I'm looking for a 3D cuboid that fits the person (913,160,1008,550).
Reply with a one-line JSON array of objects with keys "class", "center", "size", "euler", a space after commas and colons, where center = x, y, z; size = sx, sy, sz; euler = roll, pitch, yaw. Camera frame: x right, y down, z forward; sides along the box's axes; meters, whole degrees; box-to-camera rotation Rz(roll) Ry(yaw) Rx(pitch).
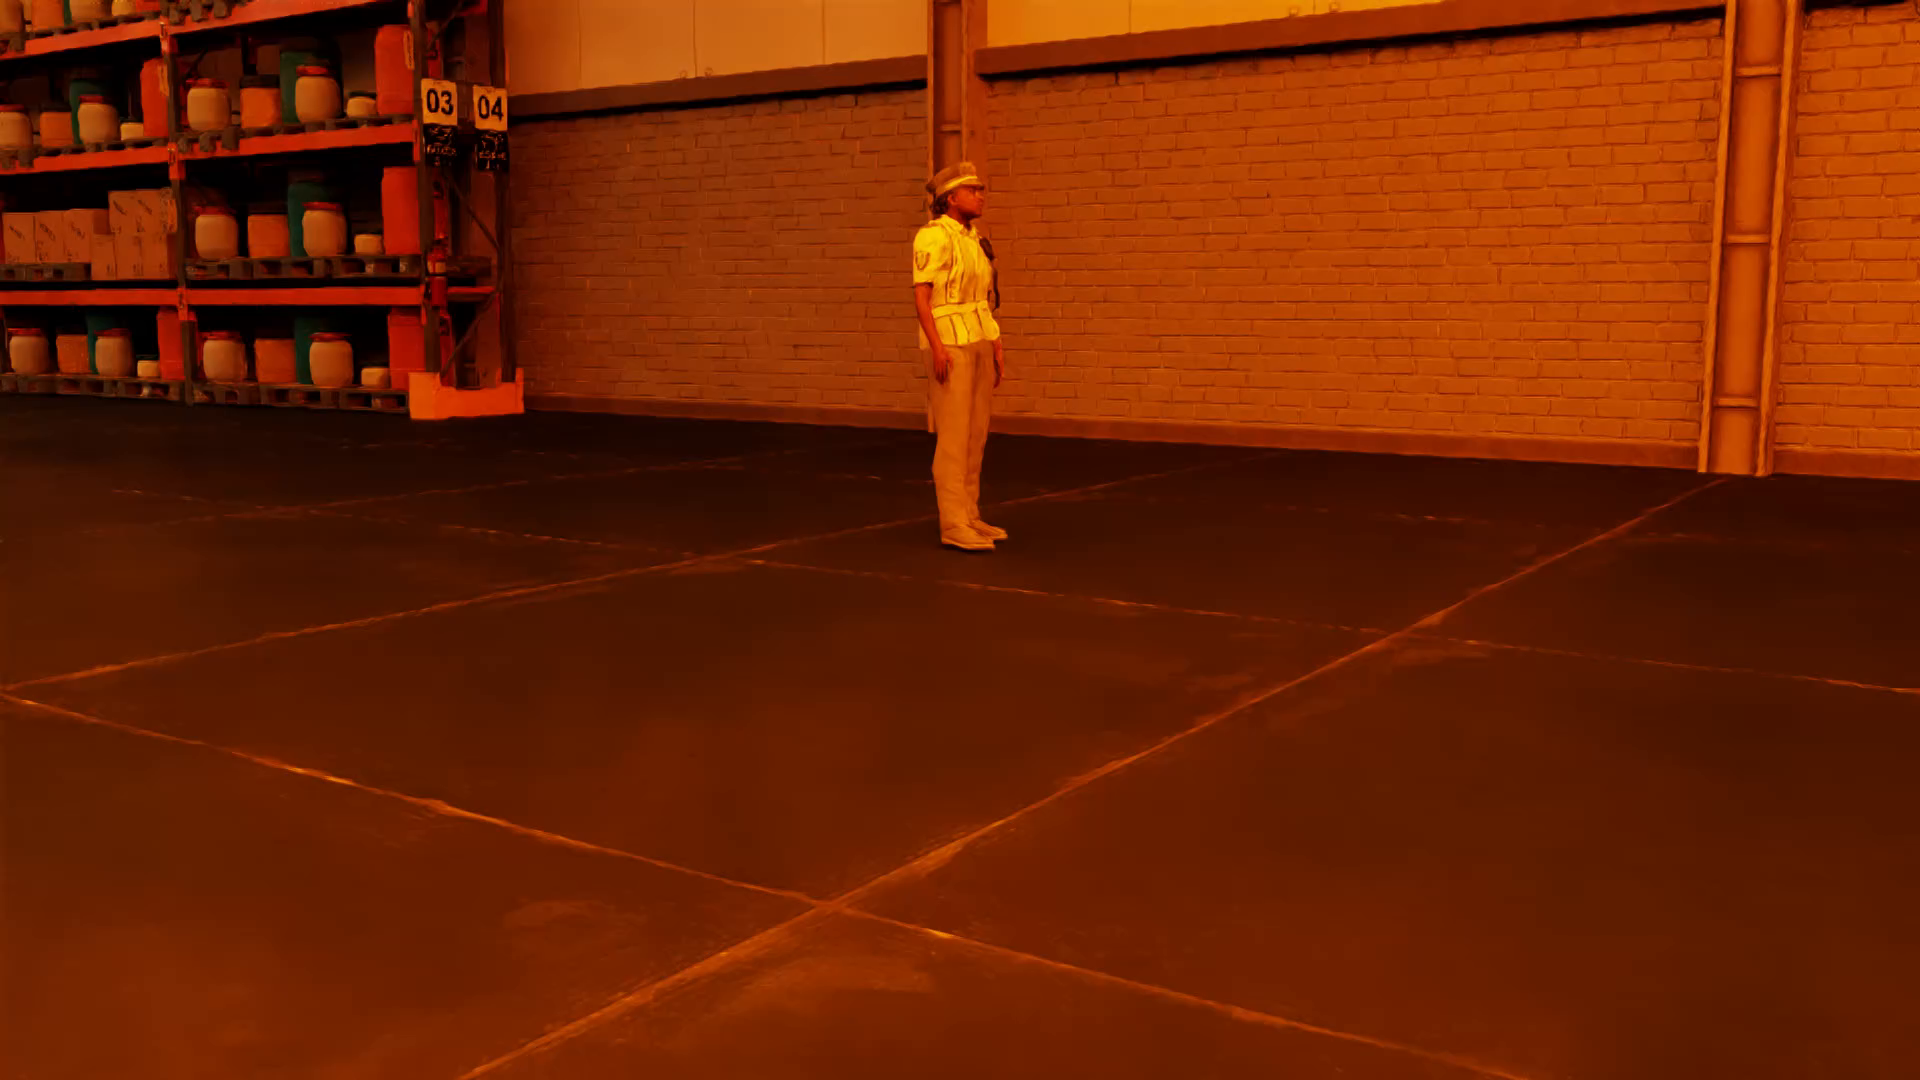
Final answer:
[{"class": "person", "center": [0.051, -0.836, 7.426], "size": [0.529, 1.691, 0.570], "euler": [5, 10, 34]}]
